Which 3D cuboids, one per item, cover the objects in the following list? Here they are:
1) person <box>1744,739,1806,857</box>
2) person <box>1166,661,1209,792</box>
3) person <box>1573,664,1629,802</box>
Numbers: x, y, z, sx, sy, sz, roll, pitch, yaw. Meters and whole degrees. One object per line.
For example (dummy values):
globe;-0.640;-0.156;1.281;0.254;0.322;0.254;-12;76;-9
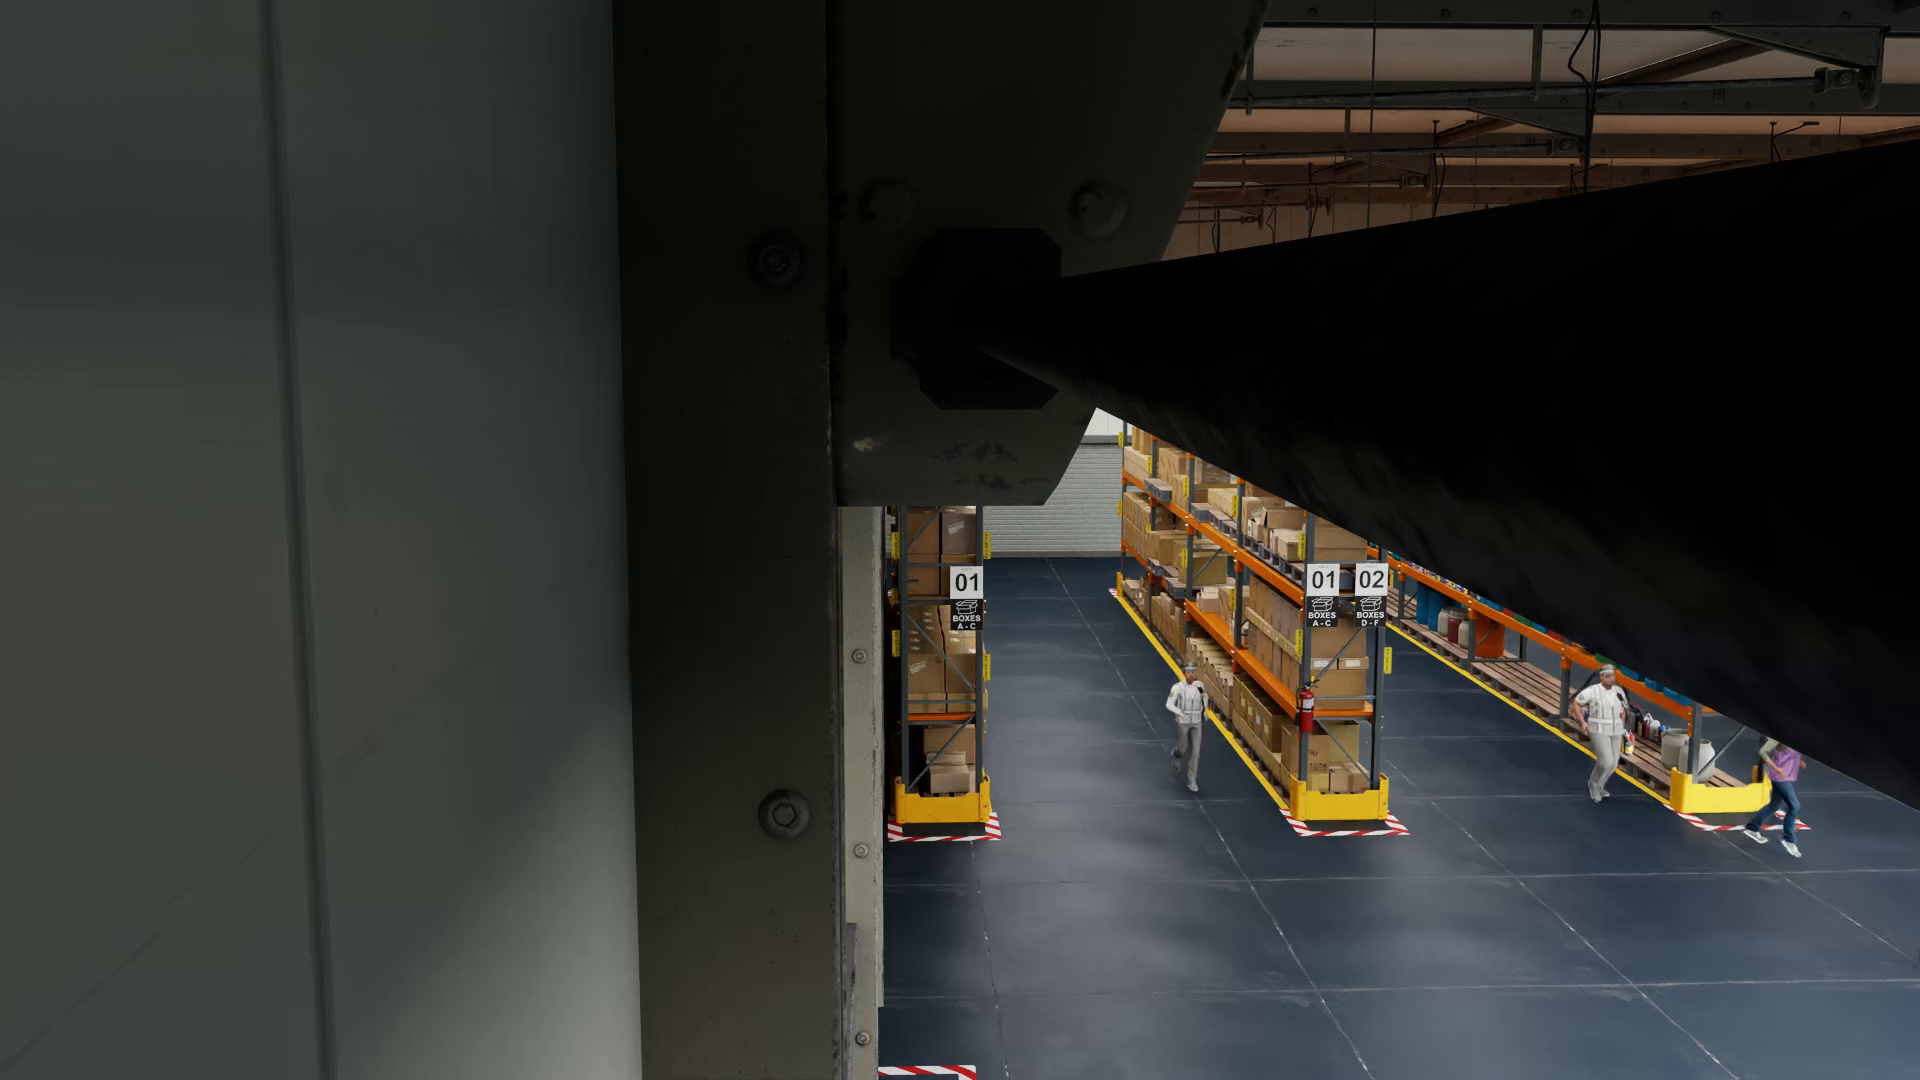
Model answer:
person;9.572;2.834;19.434;0.647;1.657;0.566;7;11;41
person;3.029;2.412;21.988;0.618;1.669;0.890;-1;8;-8
person;8.290;2.487;21.334;0.639;1.790;0.643;-2;8;-11
